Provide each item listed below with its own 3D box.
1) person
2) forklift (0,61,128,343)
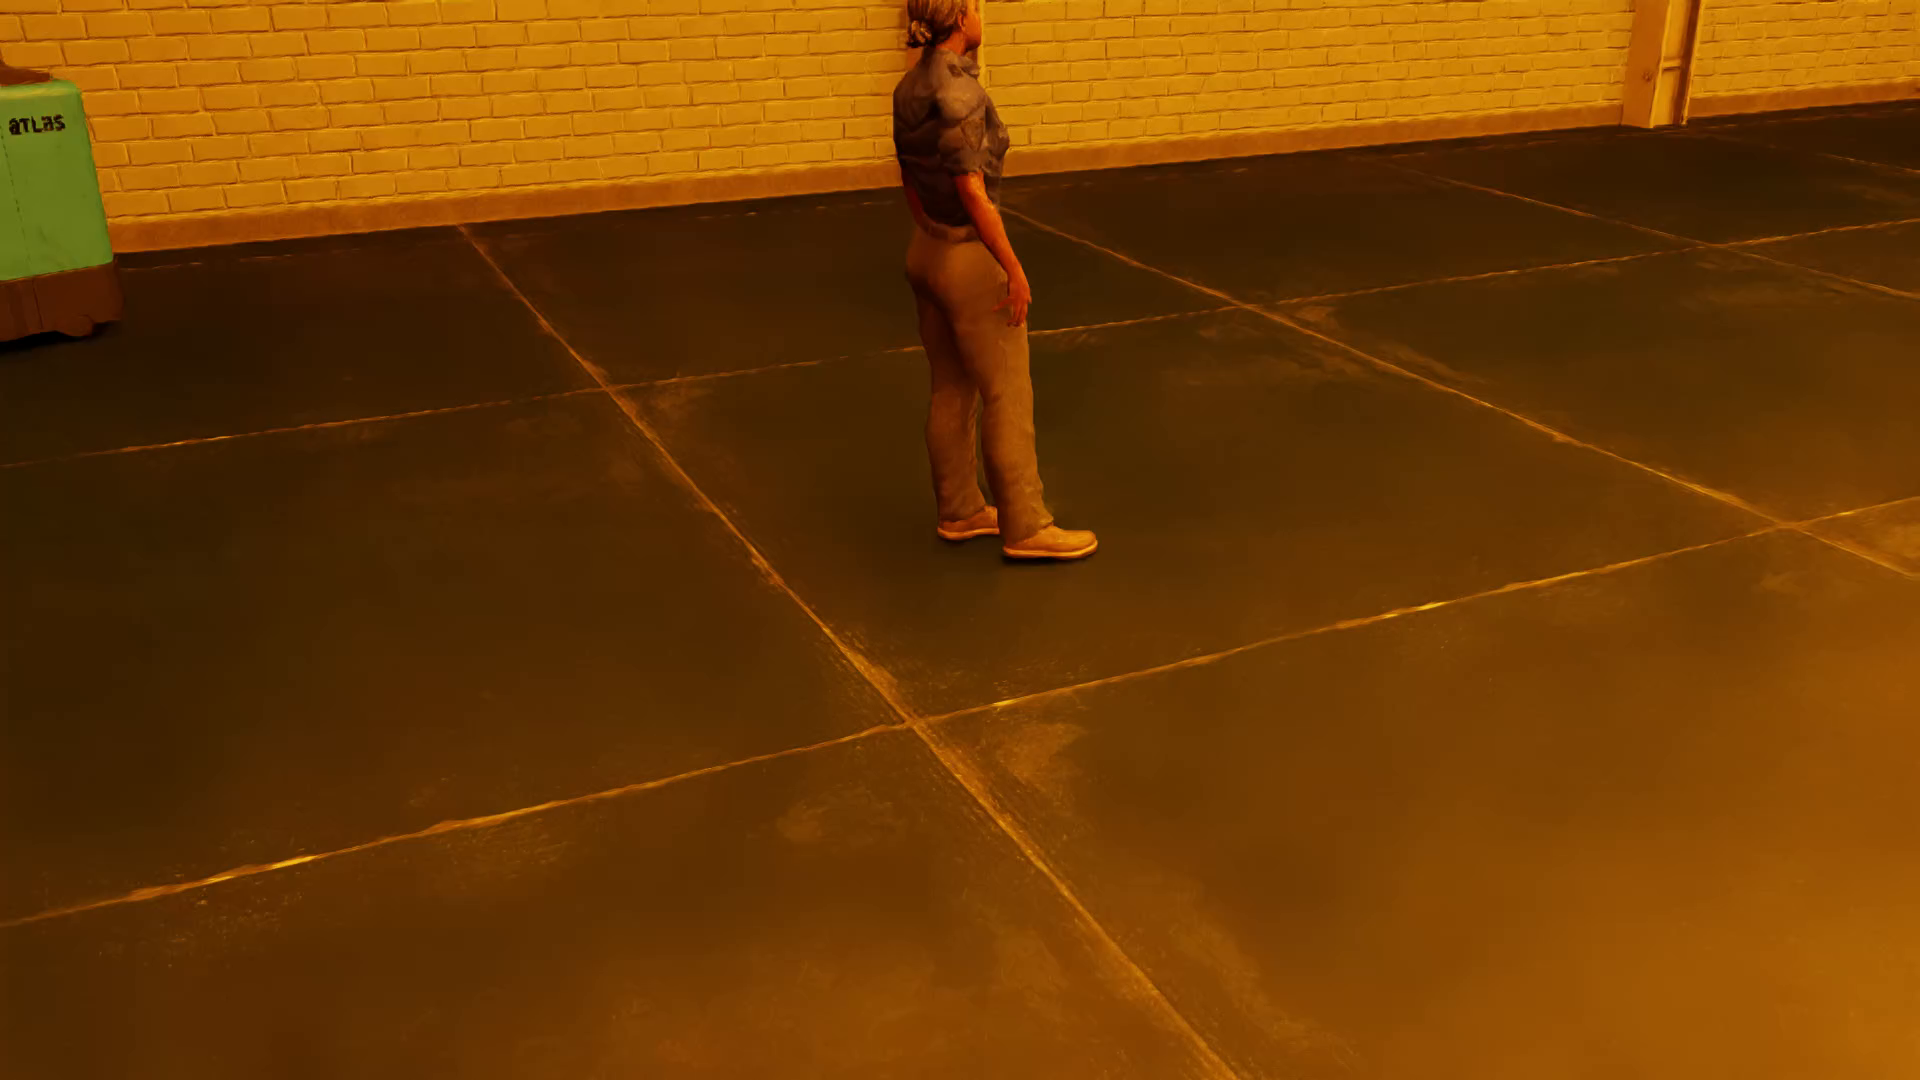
[{"bbox_3d":[0.088,-0.778,4.805,0.503,1.654,0.570,-10,25,-23],"label":"person"},{"bbox_3d":[-5.047,-1.997,6.092,1.130,2.935,3.031,21,30,41],"label":"forklift"}]
